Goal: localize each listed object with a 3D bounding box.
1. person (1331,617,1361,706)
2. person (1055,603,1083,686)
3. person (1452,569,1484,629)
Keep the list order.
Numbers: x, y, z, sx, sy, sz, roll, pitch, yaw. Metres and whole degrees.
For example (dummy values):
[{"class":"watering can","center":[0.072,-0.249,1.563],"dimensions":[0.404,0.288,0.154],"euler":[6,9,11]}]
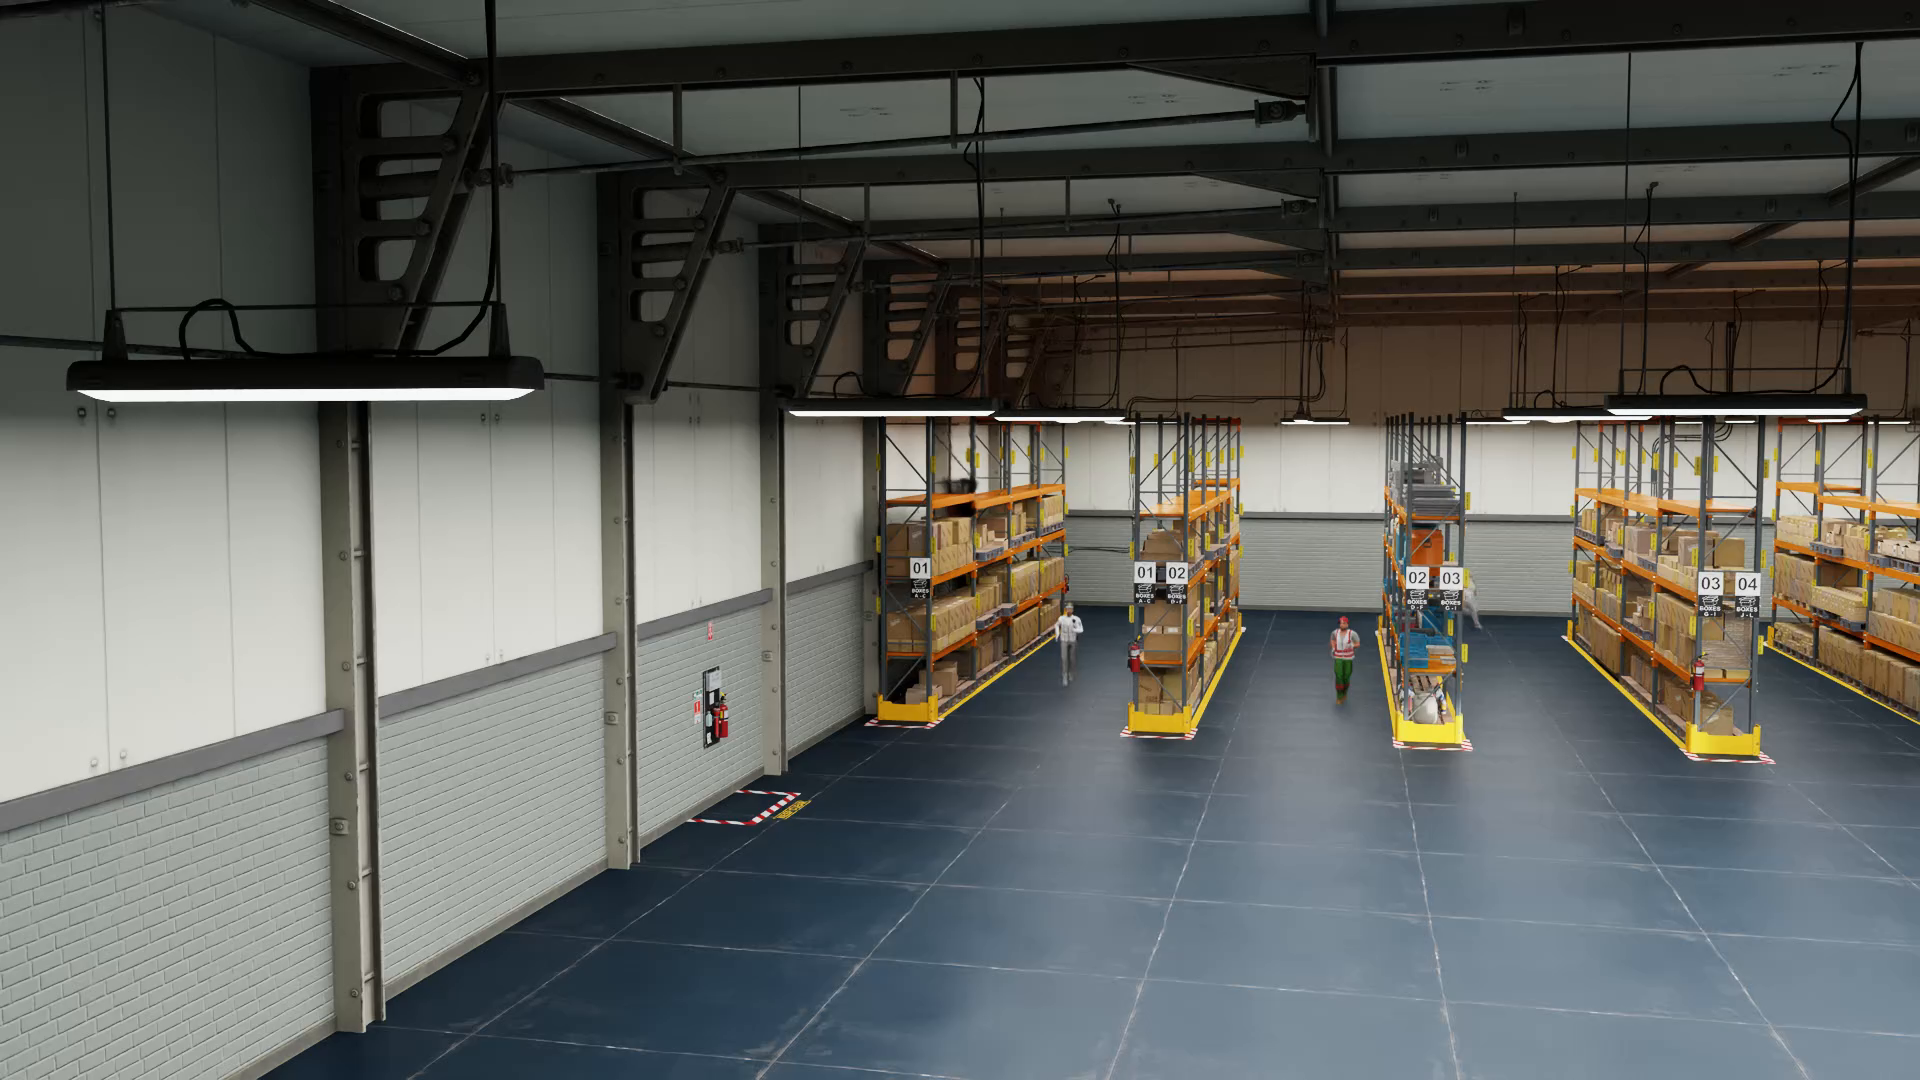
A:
[{"class":"person","center":[7.988,2.504,34.486],"dimensions":[0.619,1.849,0.802],"euler":[1,4,16]},{"class":"person","center":[2.313,2.180,35.278],"dimensions":[0.599,1.719,0.803],"euler":[0,4,4]},{"class":"person","center":[14.562,1.680,47.693],"dimensions":[1.009,1.699,0.547],"euler":[3,5,34]}]
